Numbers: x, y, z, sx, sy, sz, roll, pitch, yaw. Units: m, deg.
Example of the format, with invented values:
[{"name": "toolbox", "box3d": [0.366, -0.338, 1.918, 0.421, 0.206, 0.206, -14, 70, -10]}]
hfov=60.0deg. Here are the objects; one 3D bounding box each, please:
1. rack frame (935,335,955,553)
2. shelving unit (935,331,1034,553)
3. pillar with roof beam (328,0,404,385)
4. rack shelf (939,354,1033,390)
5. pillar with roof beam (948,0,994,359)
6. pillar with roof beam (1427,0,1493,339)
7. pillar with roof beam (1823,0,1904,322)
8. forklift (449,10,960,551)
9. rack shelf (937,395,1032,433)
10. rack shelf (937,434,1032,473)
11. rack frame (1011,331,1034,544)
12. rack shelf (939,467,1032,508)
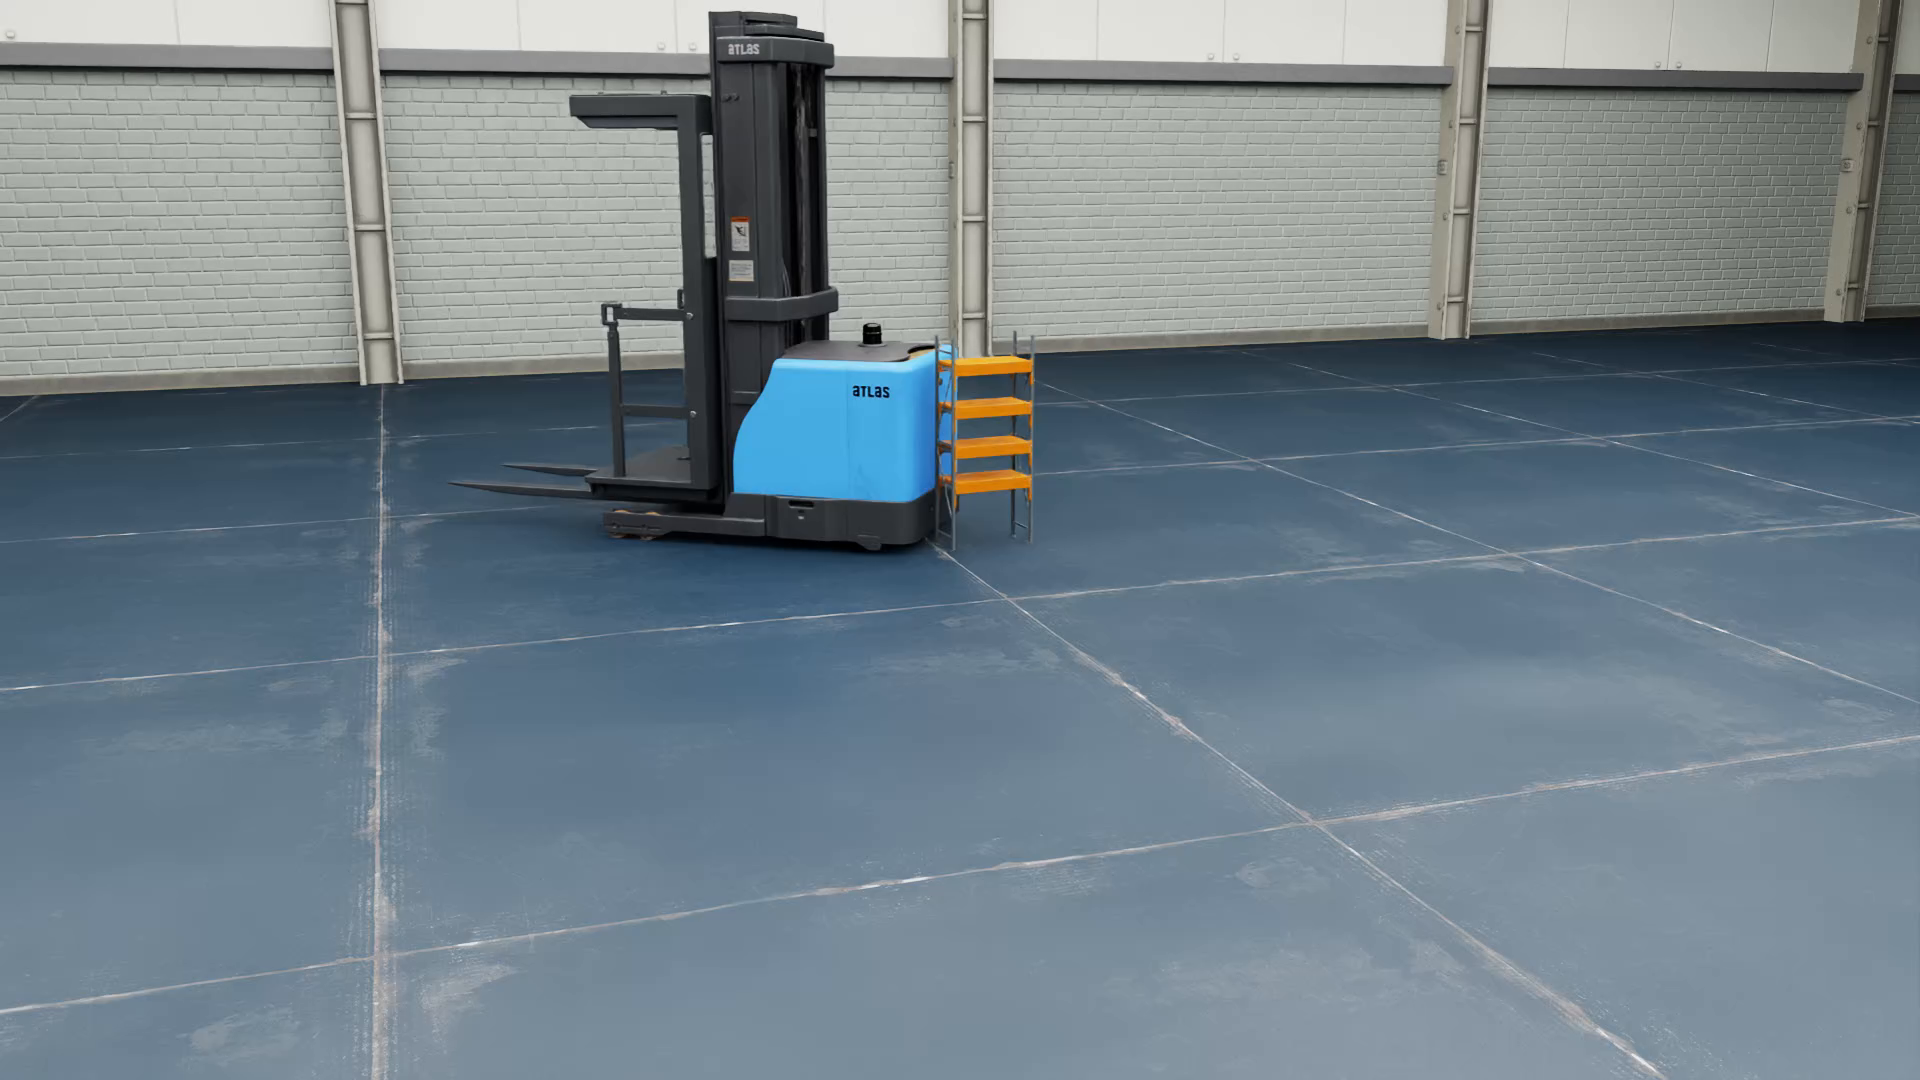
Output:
[{"name": "rack frame", "box3d": [-0.084, -0.536, 9.303, 0.015, 1.200, 0.240, -6, 15, -24]}, {"name": "shelving unit", "box3d": [0.137, -0.560, 9.404, 0.503, 1.200, 0.258, -6, 15, -24]}, {"name": "pillar with roof beam", "box3d": [-4.201, -4.957, 11.036, 0.400, 9.000, 9.100, -4, 14, -18]}, {"name": "rack shelf", "box3d": [0.137, -0.942, 9.313, 0.480, 0.148, 0.258, -6, 15, -24]}, {"name": "pillar with roof beam", "box3d": [1.485, -5.400, 12.898, 0.400, 9.000, 9.100, -4, 14, -18]}, {"name": "pillar with roof beam", "box3d": [7.172, -5.843, 14.759, 0.400, 9.000, 9.100, -4, 14, -18]}, {"name": "pillar with roof beam", "box3d": [12.859, -6.285, 16.621, 0.400, 9.000, 9.100, -4, 14, -18]}, {"name": "forklift", "box3d": [-1.577, -1.536, 9.767, 3.031, 2.935, 1.130, 4, 14, 16]}, {"name": "rack shelf", "box3d": [0.137, -0.712, 9.368, 0.480, 0.148, 0.258, -6, 15, -24]}, {"name": "rack shelf", "box3d": [0.137, -0.494, 9.419, 0.480, 0.148, 0.258, -6, 15, -24]}, {"name": "rack frame", "box3d": [0.358, -0.584, 9.504, 0.015, 1.200, 0.240, -6, 15, -24]}, {"name": "rack shelf", "box3d": [0.137, -0.301, 9.465, 0.480, 0.148, 0.258, -6, 15, -24]}]
